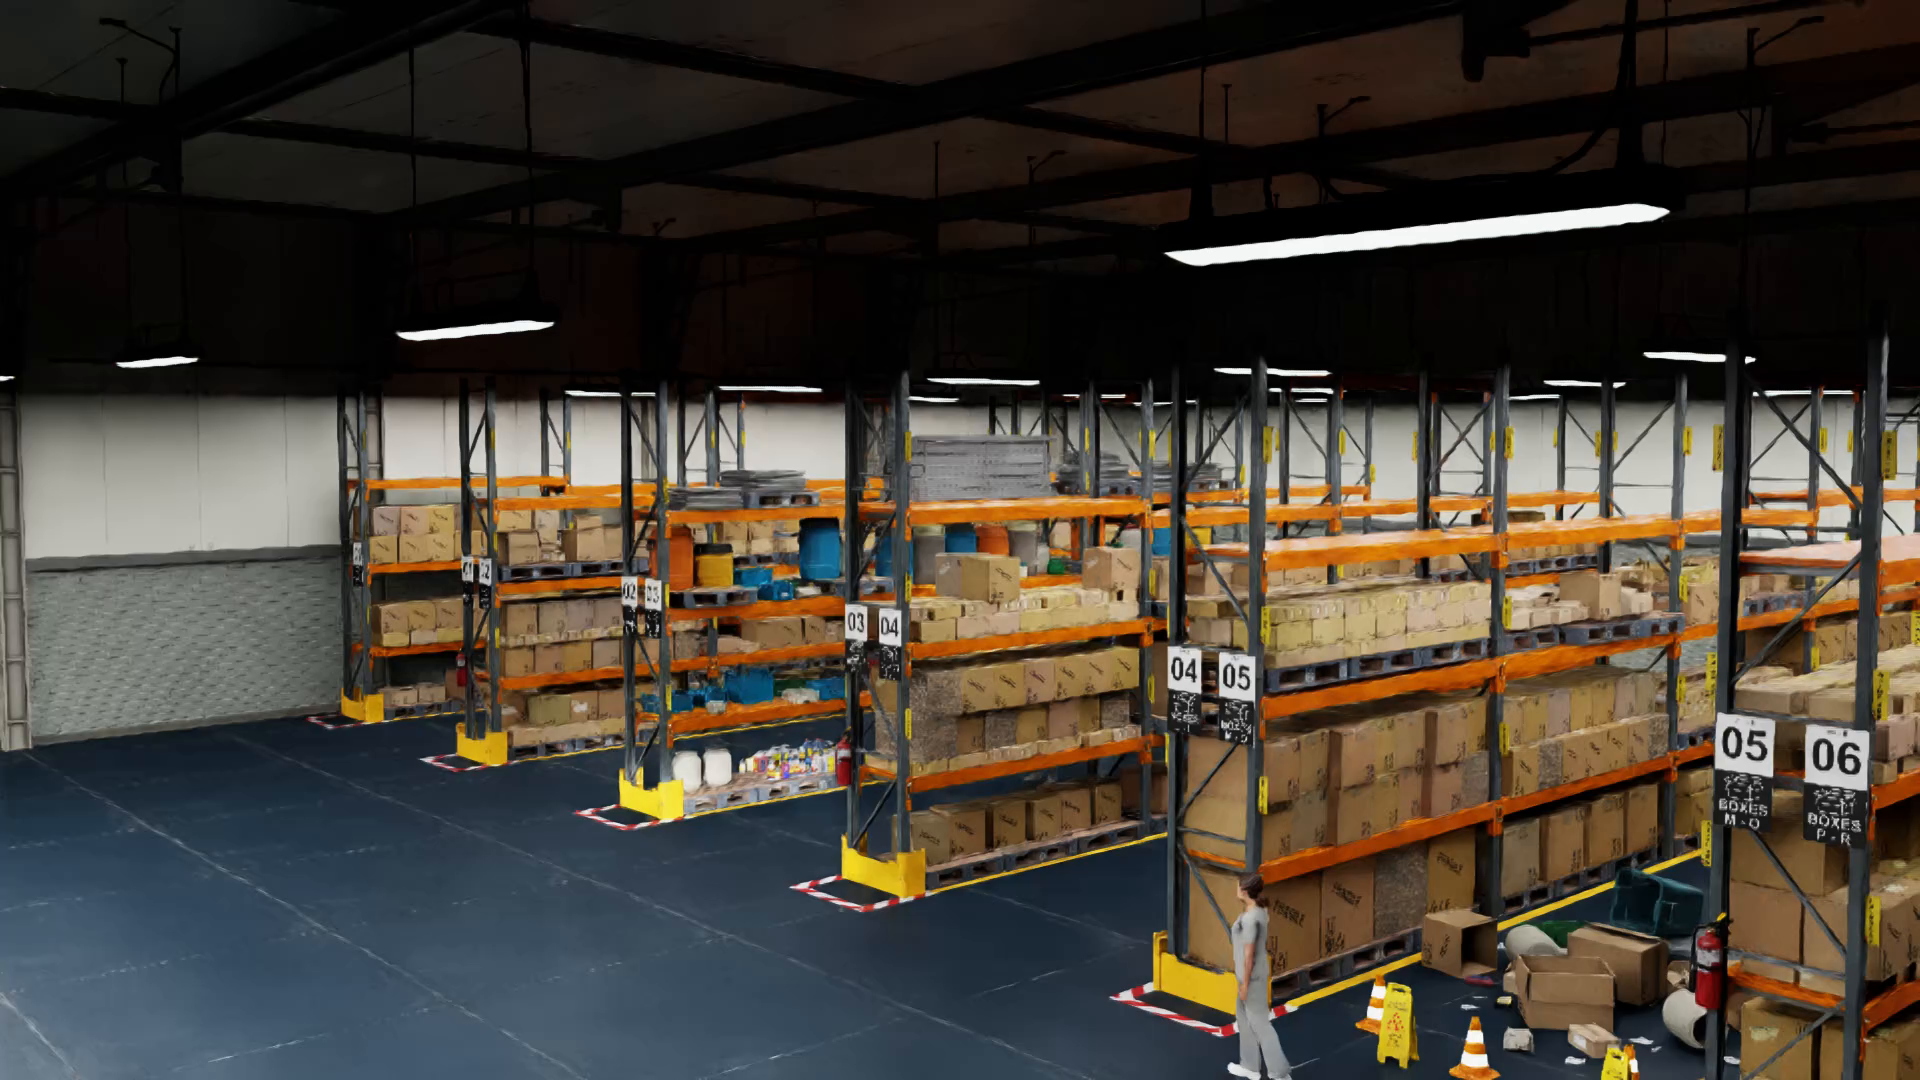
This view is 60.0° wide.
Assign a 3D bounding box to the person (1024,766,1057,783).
[{"bbox_3d":[1.133,2.702,24.237,0.572,1.669,0.719,-4,5,-43],"label":"person"}]

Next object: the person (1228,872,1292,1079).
[{"bbox_3d":[2.377,3.475,13.184,0.543,1.664,0.567,1,4,20],"label":"person"}]
